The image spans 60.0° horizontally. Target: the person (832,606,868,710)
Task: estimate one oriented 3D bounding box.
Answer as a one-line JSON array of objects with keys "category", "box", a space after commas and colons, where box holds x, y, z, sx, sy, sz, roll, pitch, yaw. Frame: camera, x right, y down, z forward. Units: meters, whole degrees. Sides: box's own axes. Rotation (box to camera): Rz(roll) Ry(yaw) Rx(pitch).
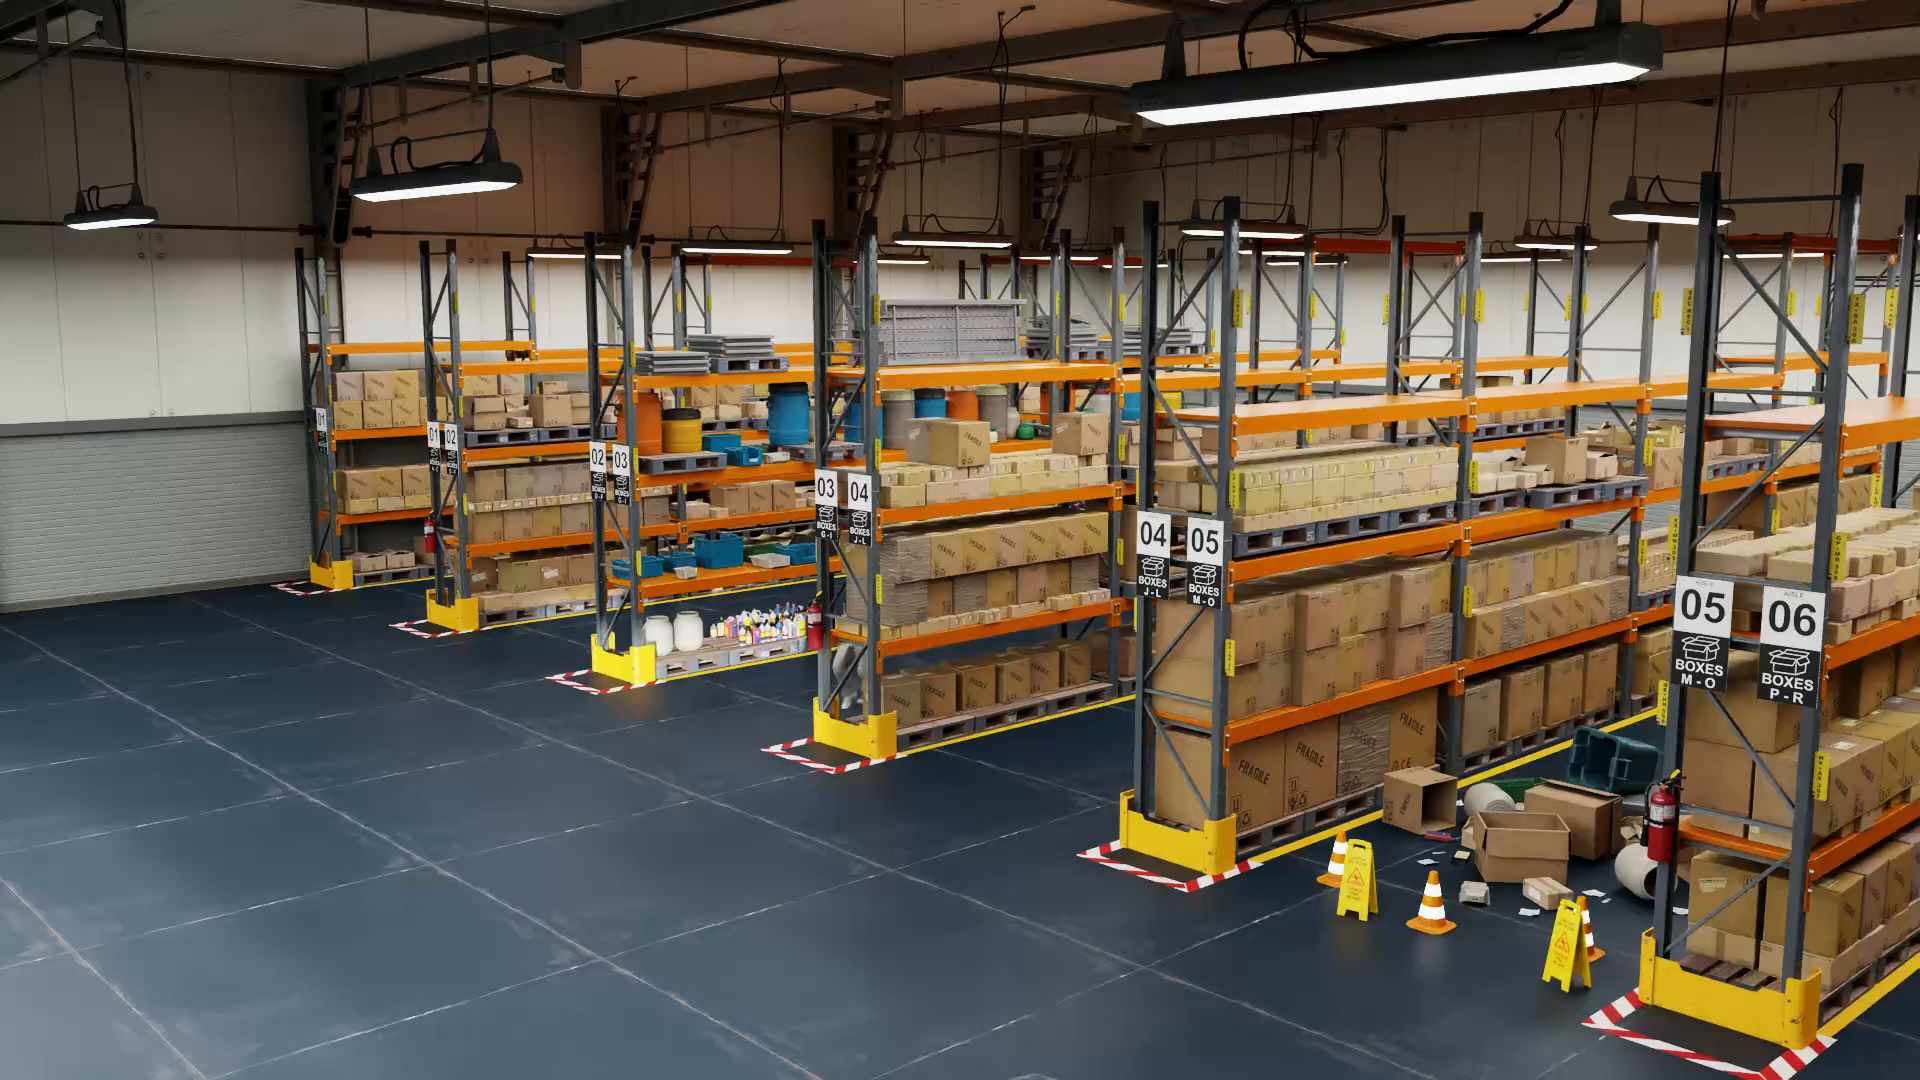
[{"category": "person", "box": [-1.304, 1.296, 20.823, 0.546, 1.678, 0.660, 6, 11, 37]}]
